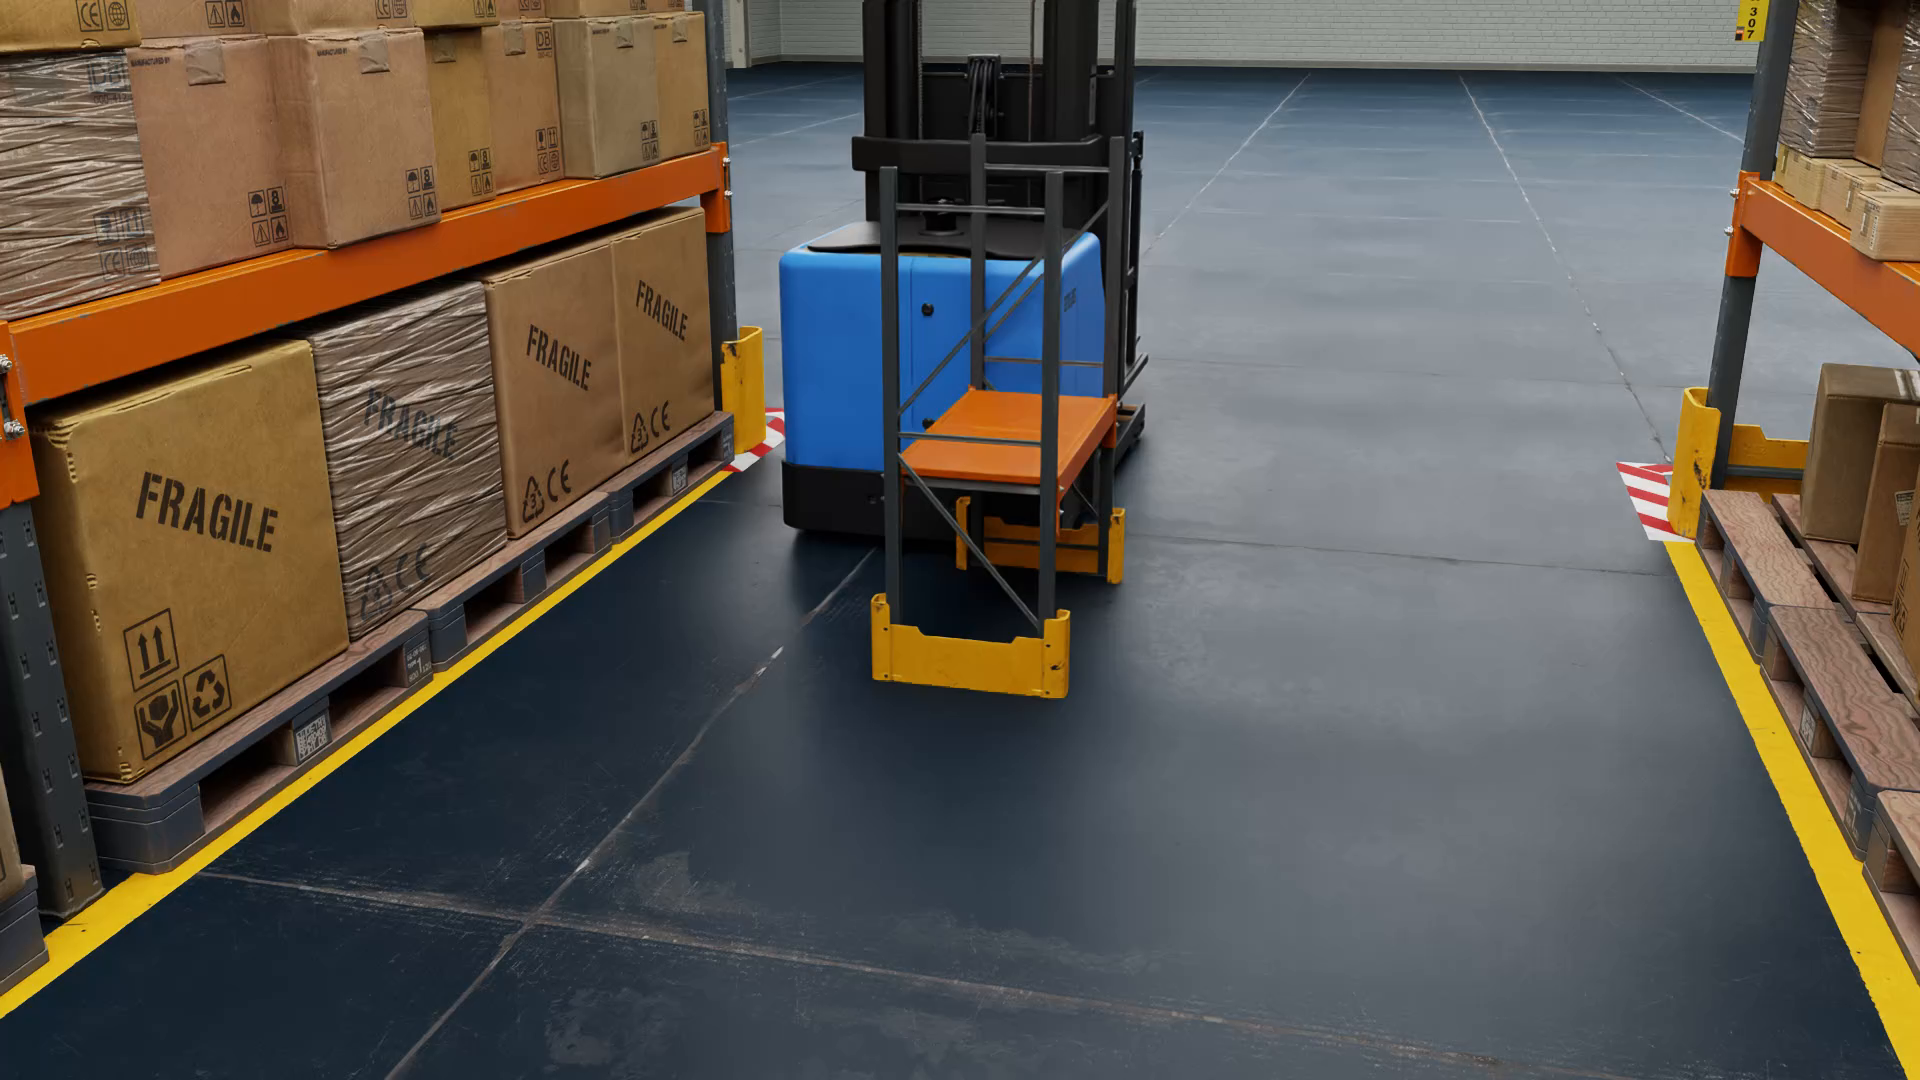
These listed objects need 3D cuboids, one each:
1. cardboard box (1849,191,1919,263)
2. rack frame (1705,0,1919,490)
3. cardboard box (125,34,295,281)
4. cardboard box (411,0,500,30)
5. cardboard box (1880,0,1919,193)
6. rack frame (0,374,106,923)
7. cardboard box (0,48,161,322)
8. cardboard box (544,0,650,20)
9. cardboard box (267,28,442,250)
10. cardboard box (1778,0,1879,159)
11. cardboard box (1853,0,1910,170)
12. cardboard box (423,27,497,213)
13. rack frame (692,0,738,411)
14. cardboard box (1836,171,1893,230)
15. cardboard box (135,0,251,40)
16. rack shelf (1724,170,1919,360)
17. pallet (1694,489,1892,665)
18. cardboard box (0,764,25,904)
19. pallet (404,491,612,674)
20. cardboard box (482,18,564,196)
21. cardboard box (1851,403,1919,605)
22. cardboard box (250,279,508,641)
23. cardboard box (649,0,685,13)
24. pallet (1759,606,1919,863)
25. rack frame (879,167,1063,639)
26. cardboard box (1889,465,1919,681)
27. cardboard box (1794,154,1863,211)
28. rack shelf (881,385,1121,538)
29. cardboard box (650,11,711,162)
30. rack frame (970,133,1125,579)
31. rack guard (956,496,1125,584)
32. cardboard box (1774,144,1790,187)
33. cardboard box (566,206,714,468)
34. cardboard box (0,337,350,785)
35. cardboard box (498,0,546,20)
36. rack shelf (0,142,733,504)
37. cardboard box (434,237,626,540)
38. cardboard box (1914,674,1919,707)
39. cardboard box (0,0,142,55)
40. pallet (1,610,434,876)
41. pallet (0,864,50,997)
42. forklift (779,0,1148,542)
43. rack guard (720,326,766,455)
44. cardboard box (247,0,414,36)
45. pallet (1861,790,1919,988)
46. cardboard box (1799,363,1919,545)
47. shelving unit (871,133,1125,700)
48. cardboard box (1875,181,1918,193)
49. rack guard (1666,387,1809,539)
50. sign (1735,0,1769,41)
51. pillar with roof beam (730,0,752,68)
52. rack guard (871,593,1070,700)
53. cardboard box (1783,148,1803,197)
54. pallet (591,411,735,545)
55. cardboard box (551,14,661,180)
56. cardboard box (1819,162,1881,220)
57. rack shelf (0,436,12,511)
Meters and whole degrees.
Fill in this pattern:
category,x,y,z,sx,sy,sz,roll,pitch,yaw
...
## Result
category,x,y,z,sx,sy,sz,roll,pitch,yaw
cardboard box,2.545,-0.806,4.294,0.380,0.149,0.250,5,19,13
rack frame,3.306,-1.458,5.814,1.000,3.000,0.127,5,19,13
cardboard box,-2.265,-0.989,4.210,0.875,0.550,0.550,5,19,13
cardboard box,-1.924,-1.829,4.999,0.875,0.550,0.500,5,19,13
cardboard box,2.975,-1.156,4.316,0.875,0.500,0.500,5,19,13
rack frame,-2.456,-0.627,3.383,1.000,3.000,0.127,5,19,13
cardboard box,-2.378,-0.815,3.700,0.875,0.550,0.550,5,19,13
cardboard box,-1.652,-2.170,5.997,0.875,0.550,0.550,5,19,13
cardboard box,-2.019,-1.149,4.679,0.875,0.550,0.550,5,19,13
cardboard box,3.145,-1.475,5.252,0.875,0.500,0.500,5,19,13
cardboard box,3.139,-1.309,4.765,0.875,0.500,0.500,5,19,13
cardboard box,-1.987,-1.323,5.188,0.875,0.550,0.500,5,19,13
rack frame,-1.479,-1.881,7.054,1.000,3.000,0.127,5,19,13
cardboard box,2.741,-0.956,4.736,0.380,0.149,0.250,5,19,13
cardboard box,-2.311,-1.504,4.047,0.875,0.550,0.550,5,19,13
rack shelf,2.817,-0.490,4.095,1.077,0.370,4.000,5,19,13
pallet,3.055,0.138,5.458,1.003,0.211,1.213,5,19,13
cardboard box,-2.521,0.440,3.089,1.050,0.750,0.750,5,19,13
pallet,-1.898,0.077,5.637,1.003,0.211,1.213,5,19,13
cardboard box,-1.897,-1.492,5.684,0.875,0.550,0.550,5,19,13
cardboard box,3.024,-0.089,5.025,0.500,0.500,0.500,10,21,28
cardboard box,-2.018,-0.295,5.048,0.875,0.875,0.875,5,19,14
cardboard box,-1.607,-2.350,6.523,0.875,0.550,0.550,5,19,13
pallet,2.755,0.519,4.342,1.003,0.211,1.213,5,19,13
rack frame,0.028,-0.280,4.687,0.500,1.500,0.032,5,19,14
cardboard box,2.853,0.106,4.455,0.500,0.500,0.500,7,20,18
cardboard box,2.850,-1.114,5.198,0.380,0.149,0.250,5,19,13
rack shelf,0.155,-0.269,5.211,0.538,0.185,1.000,5,19,14
cardboard box,-1.526,-1.832,6.679,0.875,0.550,0.550,5,19,13
rack frame,0.282,-0.598,5.618,0.500,1.500,0.032,5,19,14
rack guard,0.277,-0.001,5.802,0.587,0.250,0.087,5,19,14
cardboard box,3.005,-1.268,5.648,0.380,0.149,0.250,5,19,13
cardboard box,-1.580,-0.856,6.692,0.875,0.875,0.875,5,19,14
cardboard box,-2.235,-0.012,4.220,0.875,0.875,0.875,5,19,14
cardboard box,-1.921,-2.005,5.515,0.875,0.550,0.550,5,19,13
rack shelf,-1.968,-0.914,5.335,1.077,0.370,4.000,5,19,13
cardboard box,-1.793,-0.581,5.884,0.875,0.875,0.875,4,19,13
cardboard box,2.673,0.277,3.953,0.500,0.500,0.500,3,19,9
cardboard box,-2.333,-1.322,3.515,0.875,0.550,0.550,5,19,13
pallet,-2.194,0.460,4.514,1.003,0.211,1.213,5,19,13
pallet,-2.572,0.940,3.108,1.003,0.211,1.213,5,19,13
forklift,0.214,-1.797,6.915,1.130,2.935,3.031,5,19,14
rack guard,-1.473,-0.706,7.480,1.175,0.500,0.348,5,19,13
cardboard box,-2.046,-1.662,4.510,0.875,0.550,0.550,5,19,13
pallet,2.459,0.902,3.219,1.003,0.211,1.213,5,19,13
cardboard box,3.137,-0.279,5.581,0.500,0.500,0.500,9,21,23
shelving unit,0.152,-0.436,5.144,0.587,1.500,1.083,5,19,14
cardboard box,2.706,-0.876,4.500,0.380,0.149,0.250,5,19,13
rack guard,3.288,-0.251,6.149,1.175,0.500,0.348,5,19,13
sign,2.780,-1.910,5.800,0.100,0.325,0.005,5,19,13
pillar with roof beam,-0.657,-14.386,34.383,9.100,9.000,0.400,5,19,13
rack guard,0.028,0.311,4.890,0.587,0.250,0.087,5,19,14
cardboard box,2.926,-1.191,5.423,0.380,0.149,0.250,5,19,13
pallet,-1.598,-0.305,6.753,1.003,0.211,1.213,5,19,13
cardboard box,-1.639,-1.658,6.169,0.875,0.550,0.550,5,19,13
cardboard box,2.809,-1.034,4.963,0.380,0.149,0.250,5,19,13
rack shelf,-2.945,0.340,1.664,1.077,0.370,4.000,5,19,13
